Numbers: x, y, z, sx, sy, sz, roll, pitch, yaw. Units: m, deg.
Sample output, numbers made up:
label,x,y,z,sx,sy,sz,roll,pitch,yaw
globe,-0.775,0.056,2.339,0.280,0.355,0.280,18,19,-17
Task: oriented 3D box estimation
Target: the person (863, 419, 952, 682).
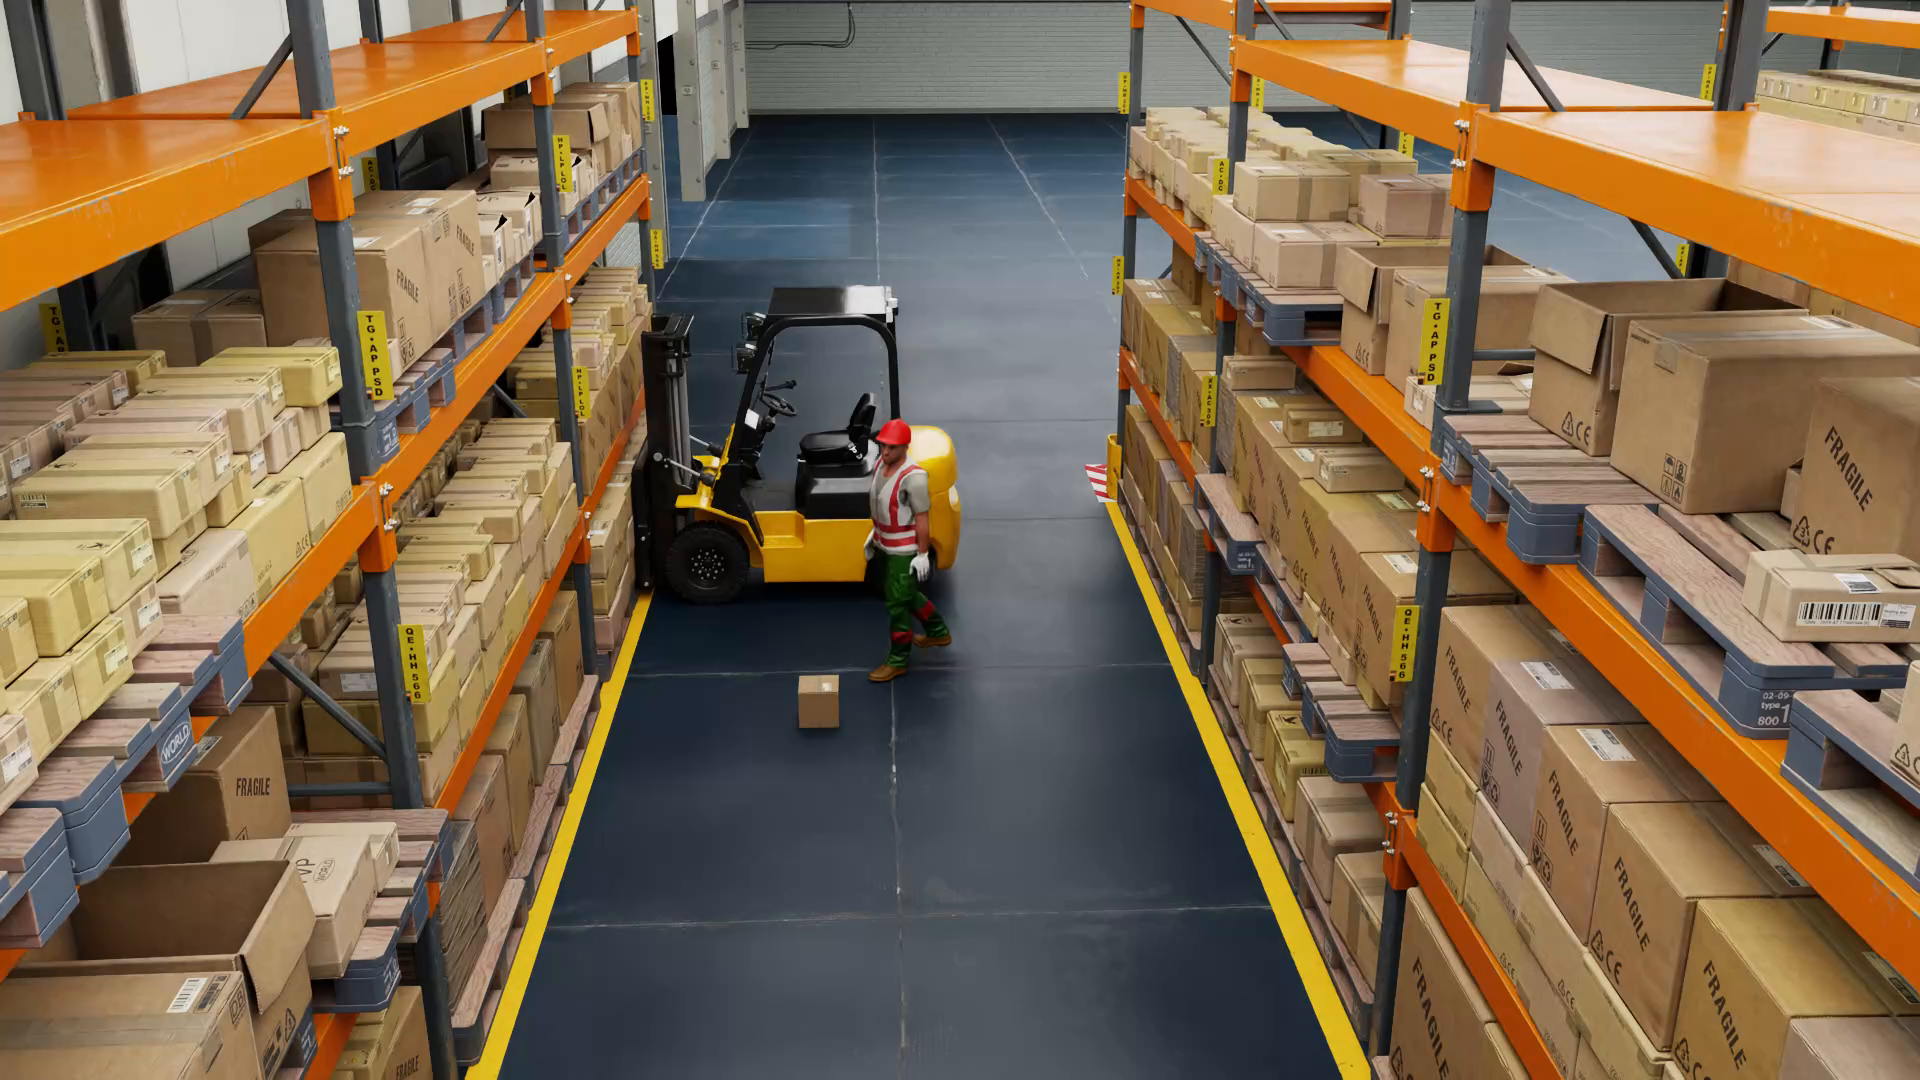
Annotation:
label,x,y,z,sx,sy,sz,roll,pitch,yaw
person,-0.333,0.033,10.941,0.692,1.782,0.548,-11,23,-28
